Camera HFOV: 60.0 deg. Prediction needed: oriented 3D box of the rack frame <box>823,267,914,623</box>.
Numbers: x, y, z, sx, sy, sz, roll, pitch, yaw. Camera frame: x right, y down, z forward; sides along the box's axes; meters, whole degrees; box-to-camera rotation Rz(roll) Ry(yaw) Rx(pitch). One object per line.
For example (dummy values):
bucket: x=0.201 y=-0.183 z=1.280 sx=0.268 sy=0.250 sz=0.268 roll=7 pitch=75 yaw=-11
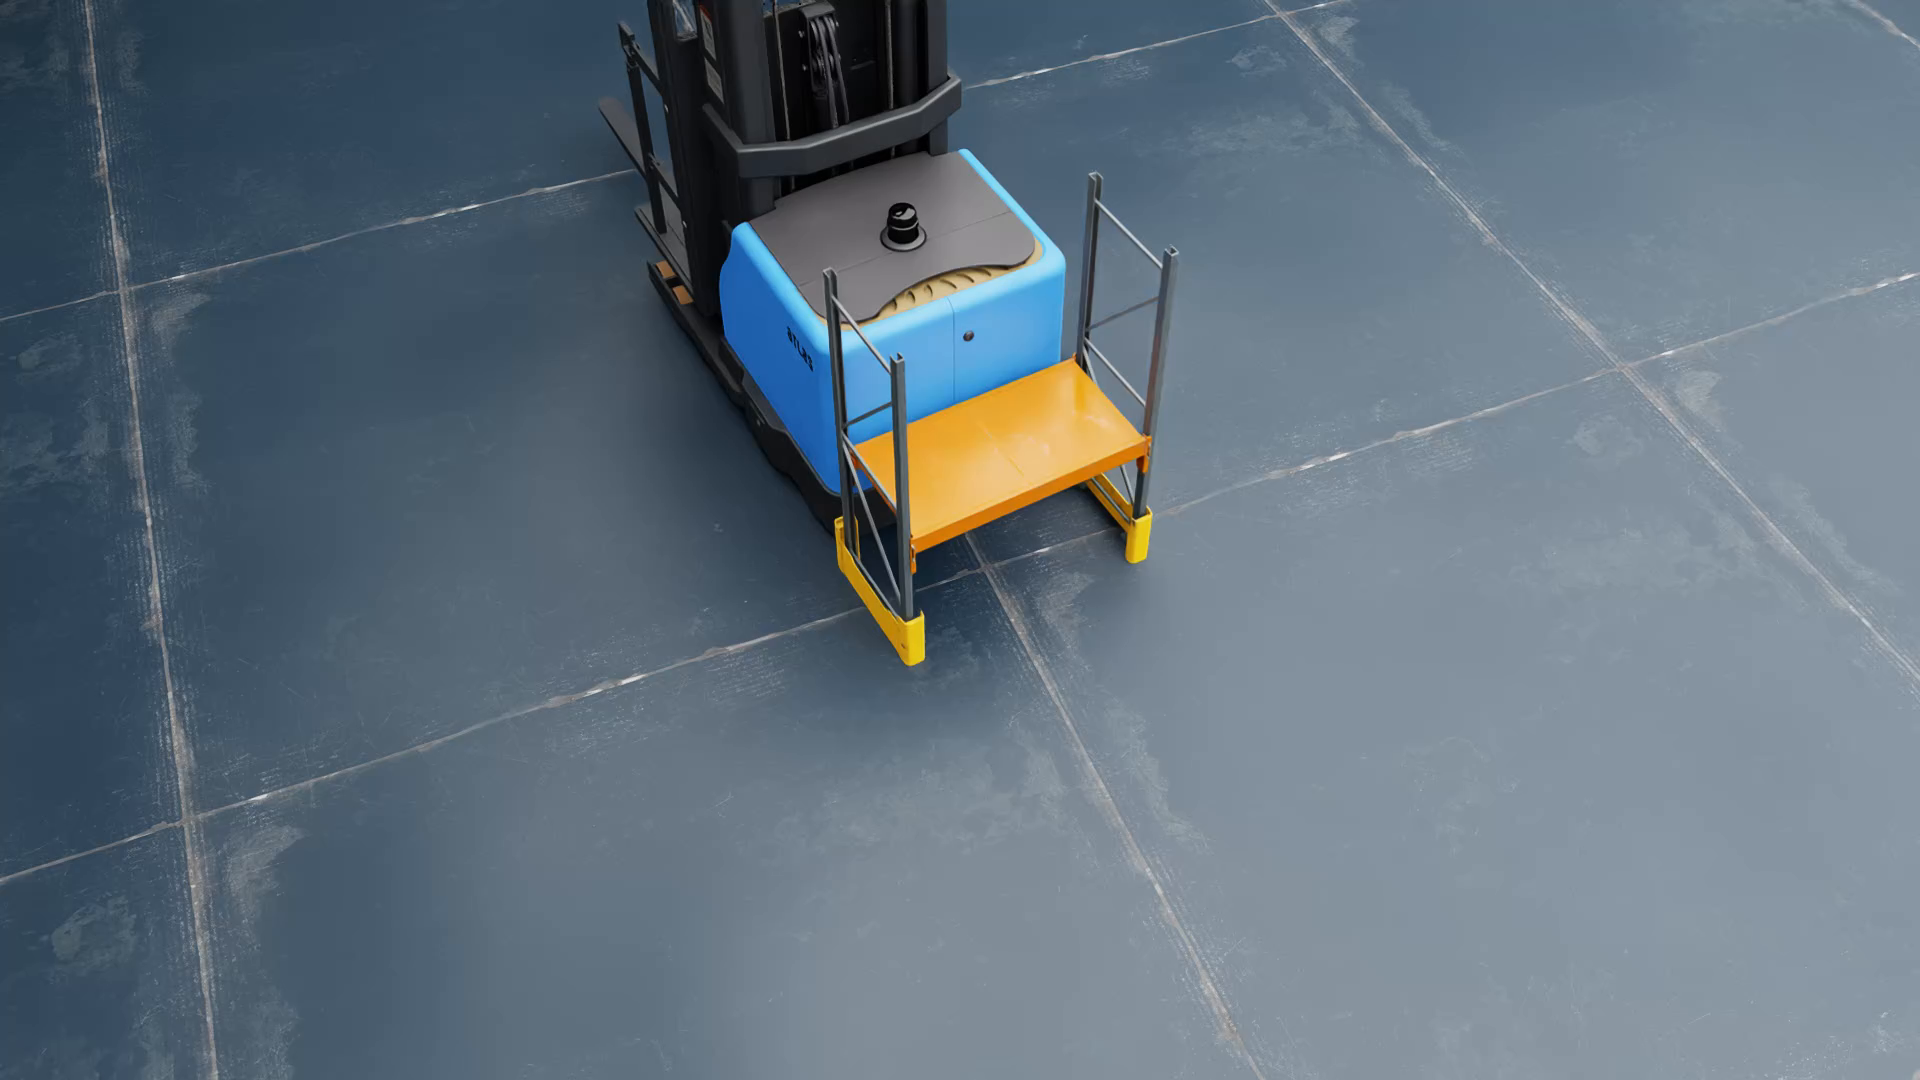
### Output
rack frame: x=-0.305 y=-0.222 z=5.793 sx=0.032 sy=1.500 sz=0.500 roll=-23 pitch=53 yaw=-19

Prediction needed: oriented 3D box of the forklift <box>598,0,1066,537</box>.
forklift: x=-0.748 y=-2.083 z=6.448 sx=1.130 sy=2.935 sz=3.031 roll=-23 pitch=53 yaw=-18

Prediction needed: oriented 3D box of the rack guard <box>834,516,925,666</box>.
rack guard: x=-0.304 y=0.185 z=6.267 sx=0.087 sy=0.250 sz=0.587 roll=-23 pitch=53 yaw=-19

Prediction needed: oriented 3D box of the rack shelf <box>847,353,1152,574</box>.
rack shelf: x=0.136 y=-0.296 z=6.094 sx=1.000 sy=0.185 sz=0.538 roll=-23 pitch=53 yaw=-19

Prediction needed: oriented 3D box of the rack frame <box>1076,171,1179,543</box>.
rack frame: x=0.577 y=-0.605 z=6.122 sx=0.032 sy=1.500 sz=0.500 roll=-23 pitch=53 yaw=-19

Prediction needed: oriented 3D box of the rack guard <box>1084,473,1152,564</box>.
rack guard: x=0.560 y=-0.191 z=6.590 sx=0.087 sy=0.250 sz=0.587 roll=-23 pitch=53 yaw=-19

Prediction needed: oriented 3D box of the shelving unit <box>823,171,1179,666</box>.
shelving unit: x=0.128 y=-0.410 z=5.954 sx=1.083 sy=1.500 sz=0.587 roll=-23 pitch=53 yaw=-19
